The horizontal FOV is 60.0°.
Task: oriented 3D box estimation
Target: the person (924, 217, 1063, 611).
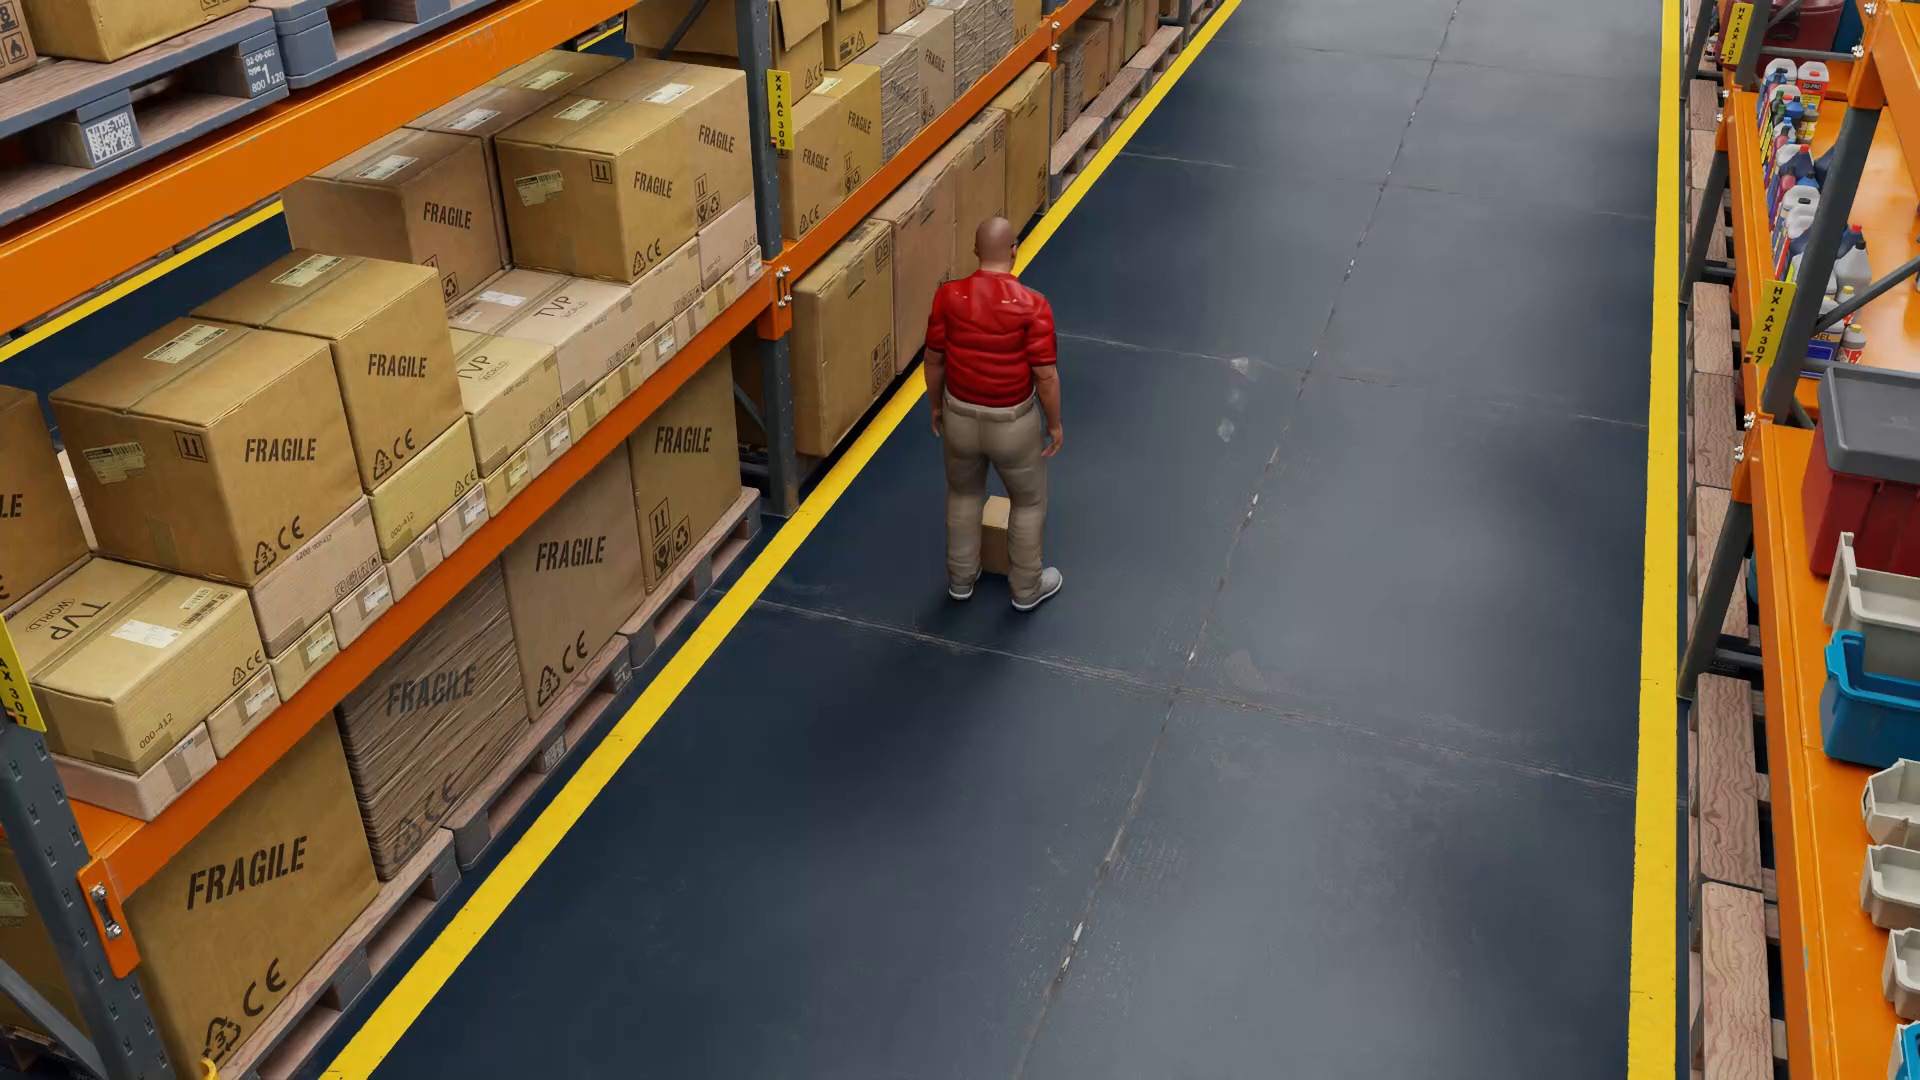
[{"bbox_3d":[0.145,-0.503,6.926,0.585,1.726,0.387,11,35,16],"label":"person"}]
